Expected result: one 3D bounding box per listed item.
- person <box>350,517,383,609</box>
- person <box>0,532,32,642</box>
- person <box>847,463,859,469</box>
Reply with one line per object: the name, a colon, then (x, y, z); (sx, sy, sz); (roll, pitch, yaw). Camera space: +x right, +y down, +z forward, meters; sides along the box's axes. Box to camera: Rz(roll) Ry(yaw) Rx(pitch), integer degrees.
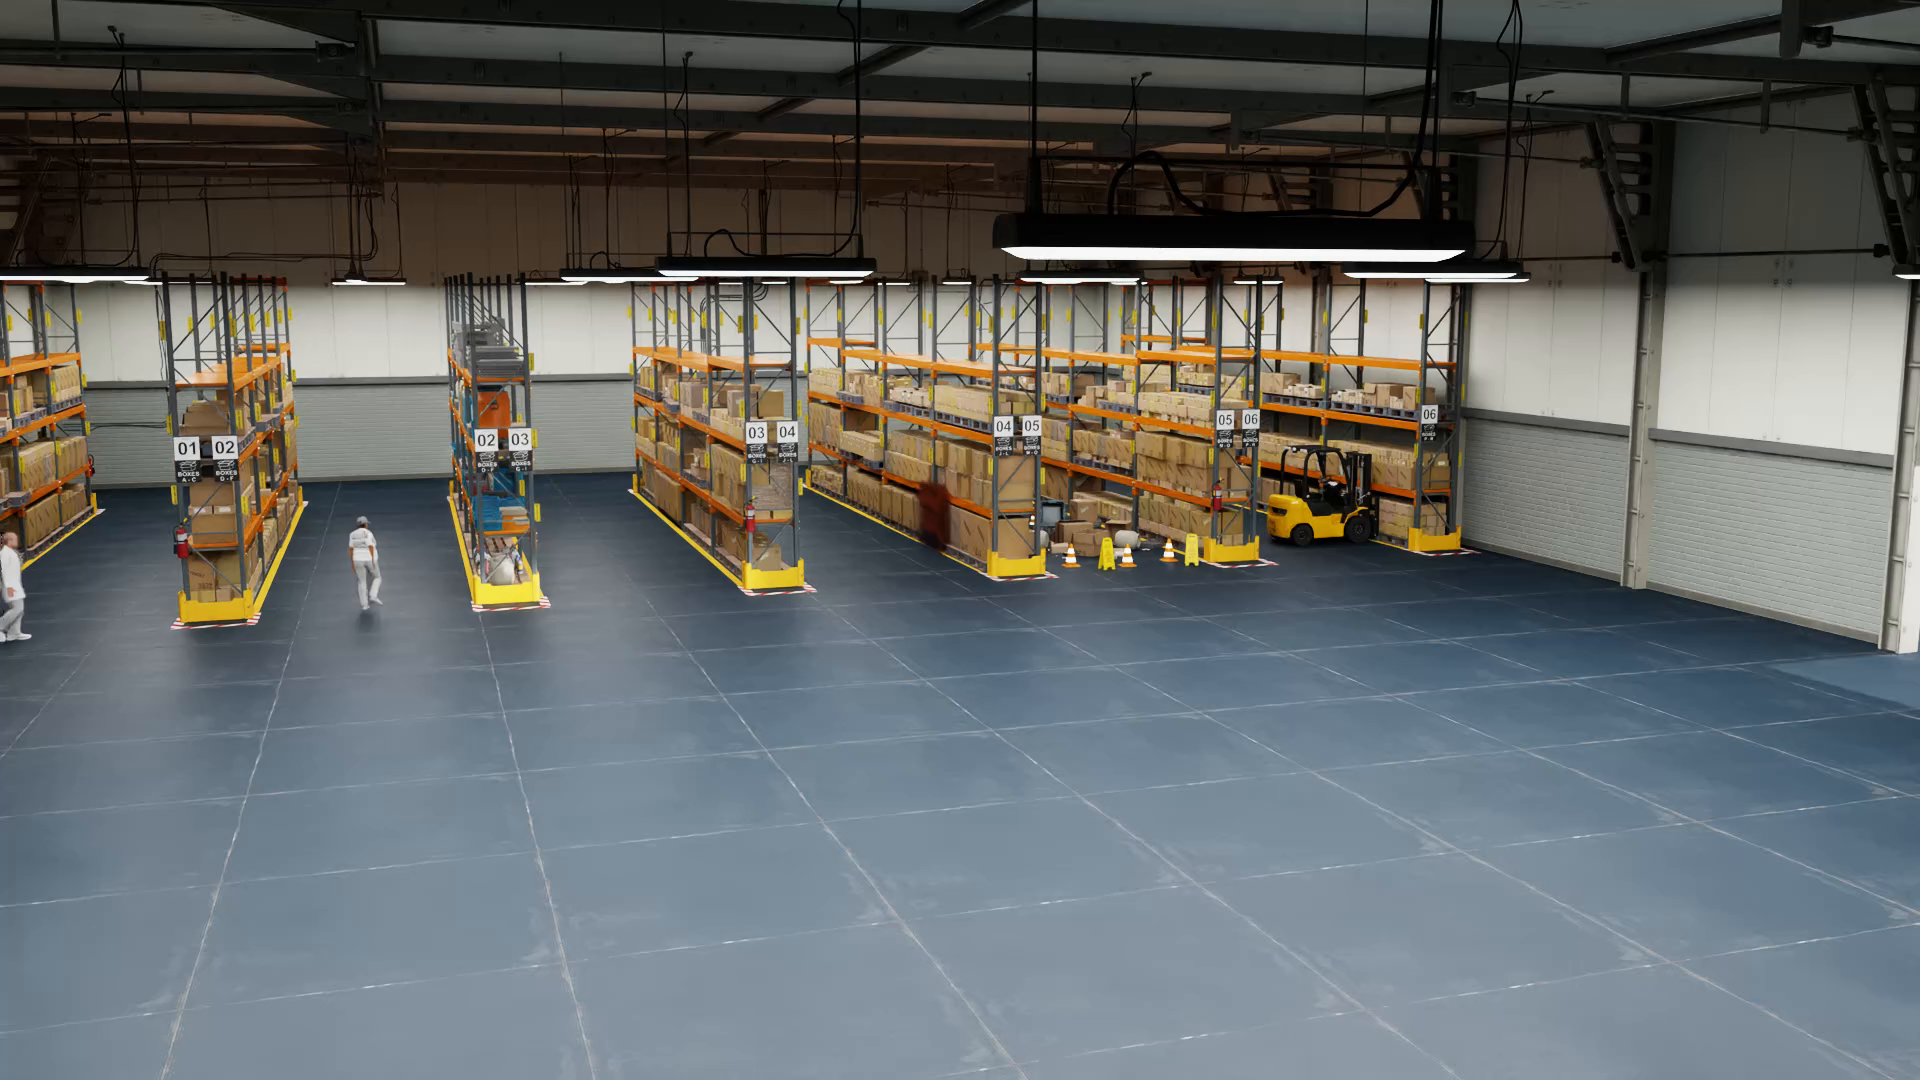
person: (-10.685, 0.408, 29.887); (0.547, 1.651, 0.526); (-1, 9, -9)
person: (-15.462, 0.765, 27.004); (0.567, 1.777, 0.612); (-3, 9, -18)
person: (-3.239, -2.558, 49.746); (0.713, 1.567, 0.429); (1, 9, 10)
